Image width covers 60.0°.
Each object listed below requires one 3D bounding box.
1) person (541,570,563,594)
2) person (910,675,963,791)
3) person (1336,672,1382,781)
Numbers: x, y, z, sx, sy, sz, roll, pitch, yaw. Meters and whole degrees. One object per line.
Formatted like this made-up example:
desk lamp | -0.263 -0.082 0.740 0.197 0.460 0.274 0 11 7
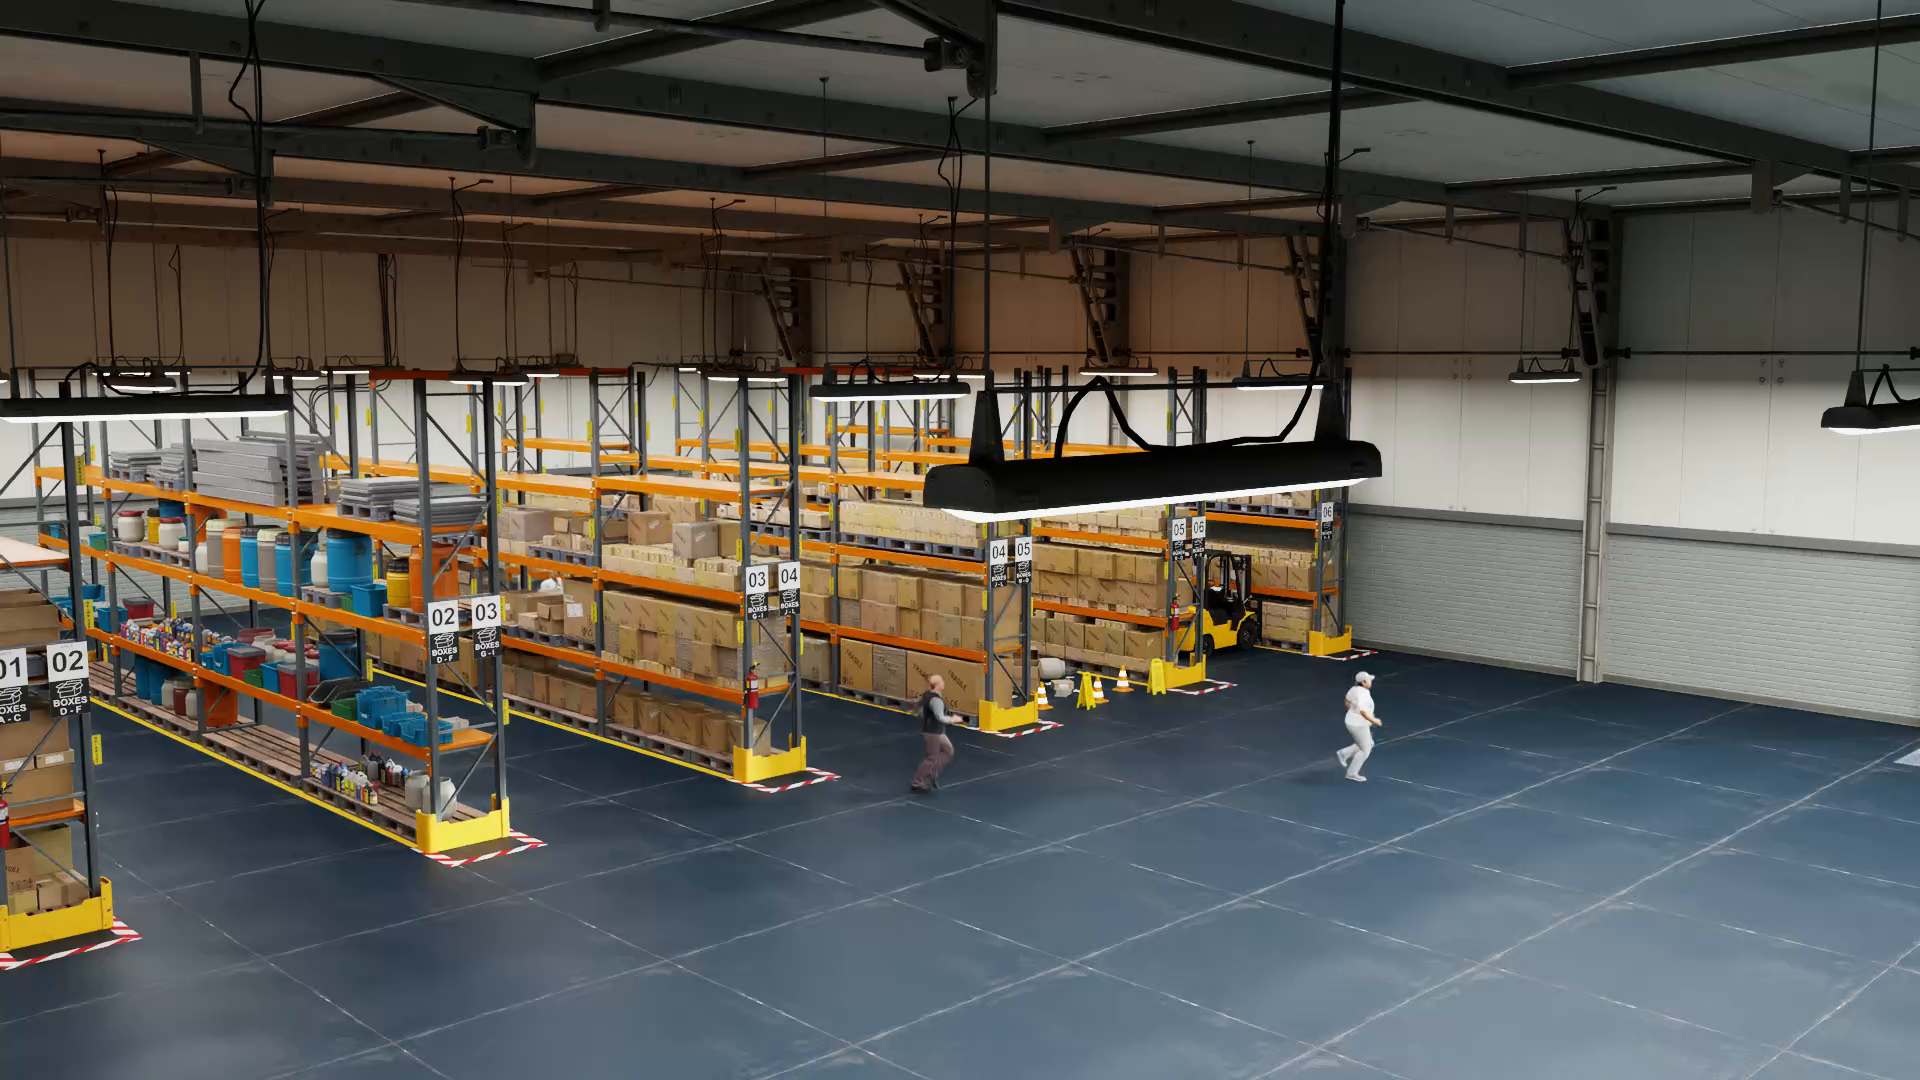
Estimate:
person | -8.570 1.476 35.332 0.729 1.811 0.974 -5 8 -38
person | -0.346 2.822 23.949 0.768 1.627 0.625 -1 7 -8
person | 5.935 2.753 24.685 0.599 1.630 0.620 0 6 -1
